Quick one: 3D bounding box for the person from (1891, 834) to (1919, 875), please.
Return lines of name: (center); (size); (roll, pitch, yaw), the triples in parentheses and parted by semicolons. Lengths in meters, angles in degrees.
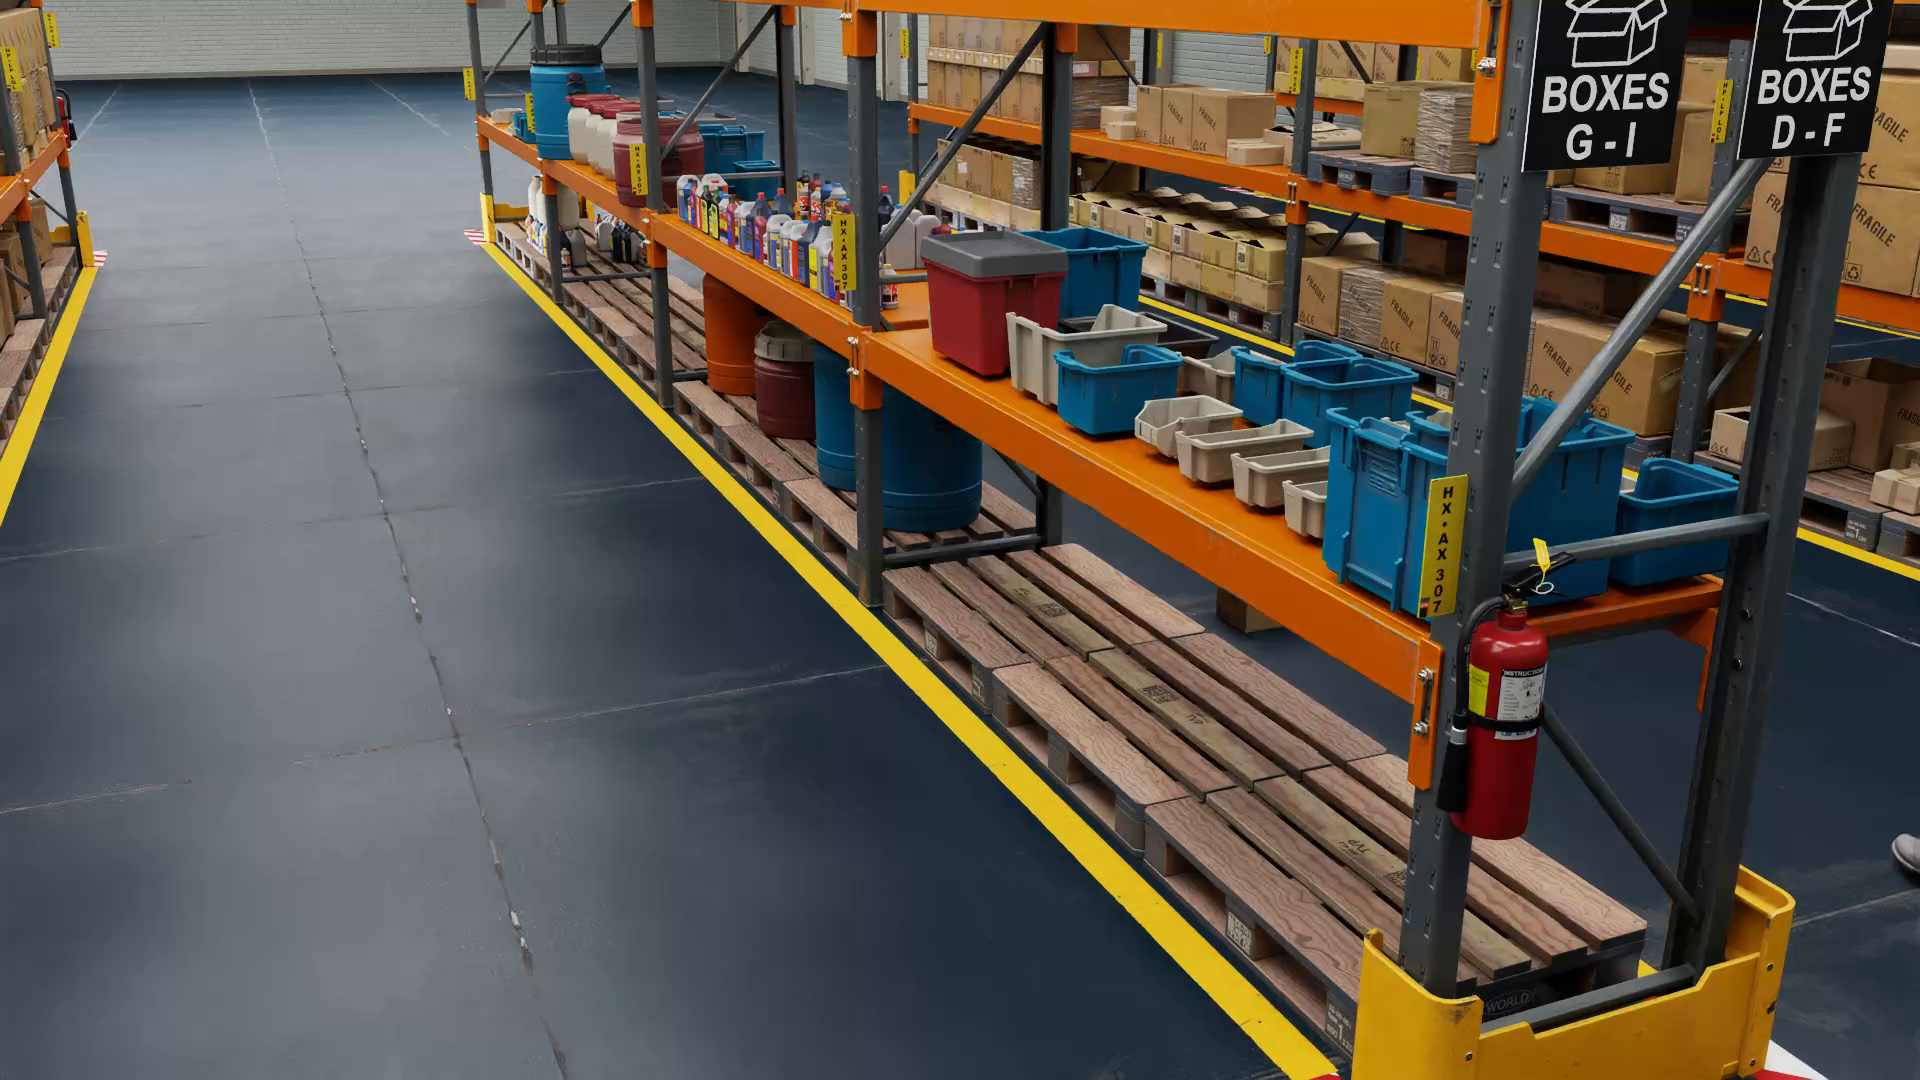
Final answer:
person: (3.170, 0.431, 4.809); (0.515, 1.605, 0.967); (-2, 19, -6)
